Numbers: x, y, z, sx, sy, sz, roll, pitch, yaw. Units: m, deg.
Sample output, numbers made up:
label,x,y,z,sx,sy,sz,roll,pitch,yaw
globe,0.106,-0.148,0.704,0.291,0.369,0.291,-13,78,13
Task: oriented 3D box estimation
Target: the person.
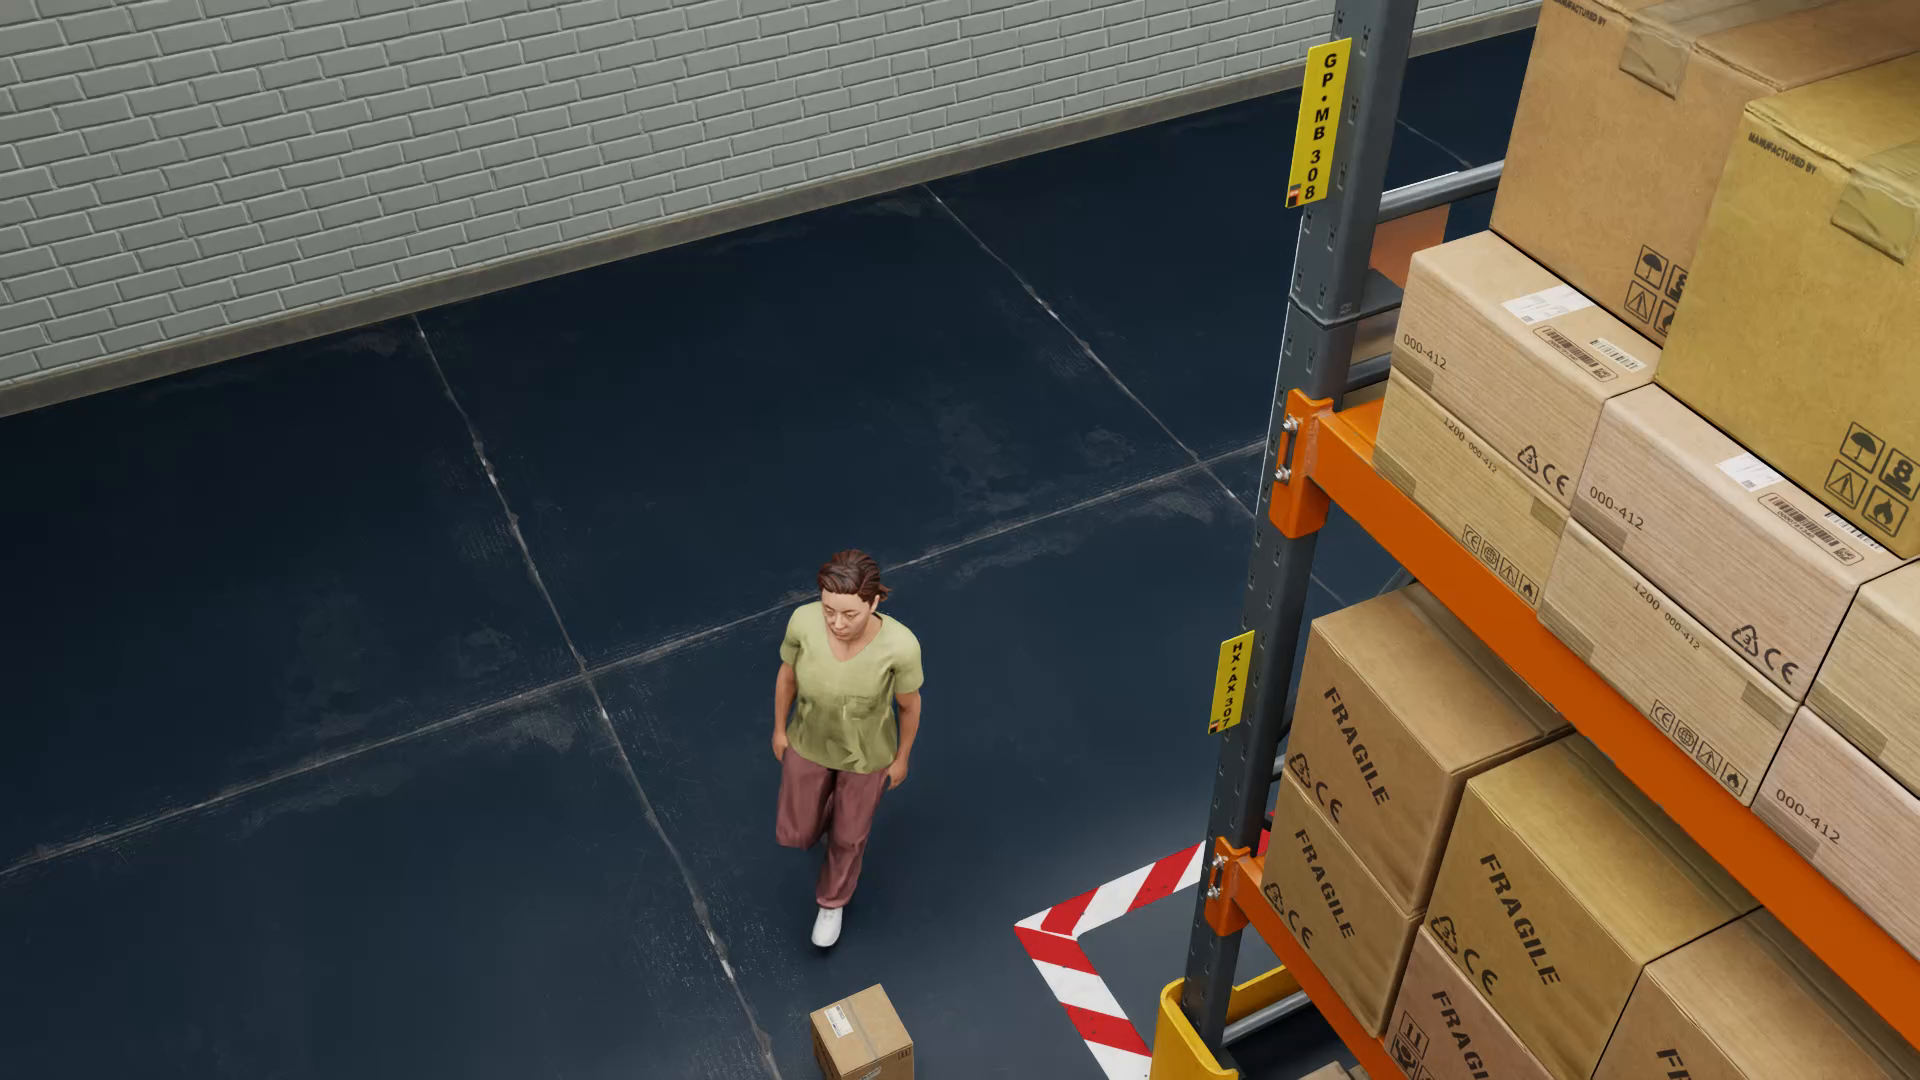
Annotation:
label,x,y,z,sx,sy,sz,roll,pitch,yaw
person,-0.360,0.644,5.406,0.507,1.662,0.544,9,42,10
